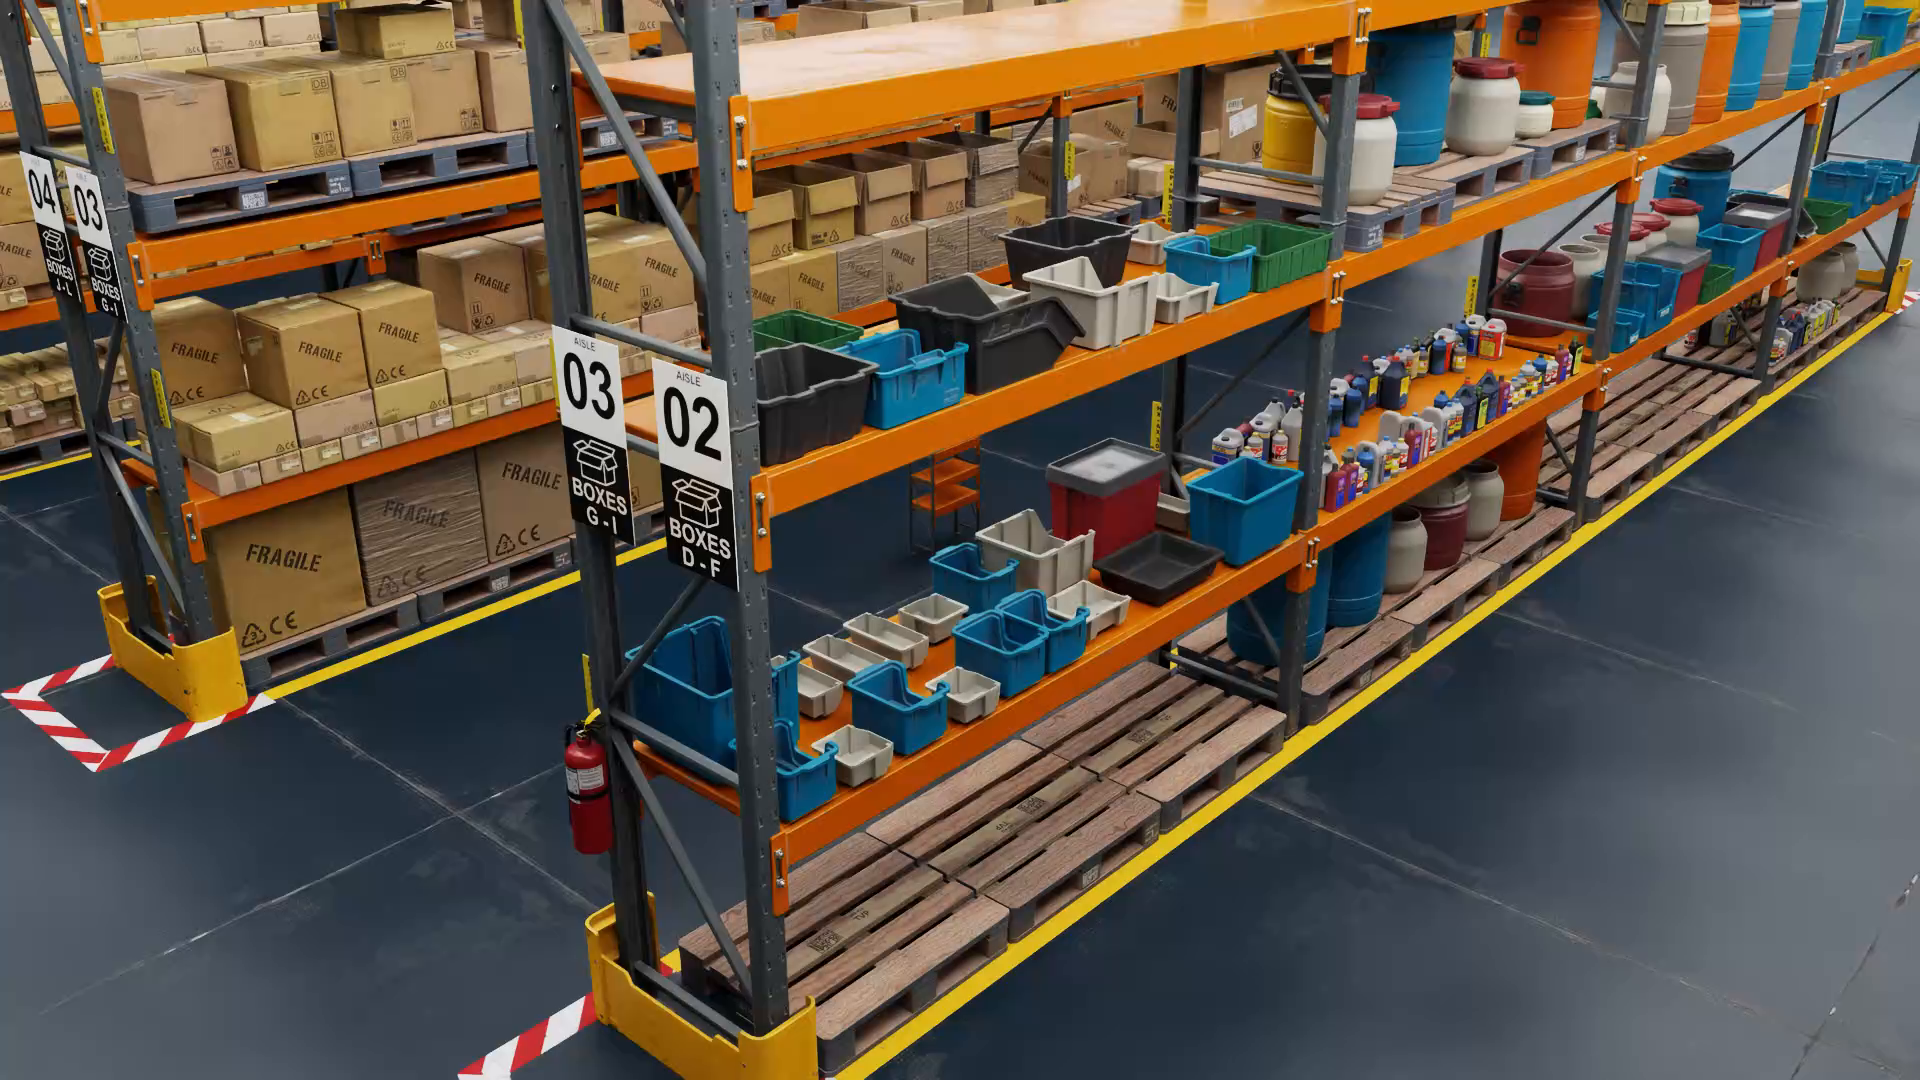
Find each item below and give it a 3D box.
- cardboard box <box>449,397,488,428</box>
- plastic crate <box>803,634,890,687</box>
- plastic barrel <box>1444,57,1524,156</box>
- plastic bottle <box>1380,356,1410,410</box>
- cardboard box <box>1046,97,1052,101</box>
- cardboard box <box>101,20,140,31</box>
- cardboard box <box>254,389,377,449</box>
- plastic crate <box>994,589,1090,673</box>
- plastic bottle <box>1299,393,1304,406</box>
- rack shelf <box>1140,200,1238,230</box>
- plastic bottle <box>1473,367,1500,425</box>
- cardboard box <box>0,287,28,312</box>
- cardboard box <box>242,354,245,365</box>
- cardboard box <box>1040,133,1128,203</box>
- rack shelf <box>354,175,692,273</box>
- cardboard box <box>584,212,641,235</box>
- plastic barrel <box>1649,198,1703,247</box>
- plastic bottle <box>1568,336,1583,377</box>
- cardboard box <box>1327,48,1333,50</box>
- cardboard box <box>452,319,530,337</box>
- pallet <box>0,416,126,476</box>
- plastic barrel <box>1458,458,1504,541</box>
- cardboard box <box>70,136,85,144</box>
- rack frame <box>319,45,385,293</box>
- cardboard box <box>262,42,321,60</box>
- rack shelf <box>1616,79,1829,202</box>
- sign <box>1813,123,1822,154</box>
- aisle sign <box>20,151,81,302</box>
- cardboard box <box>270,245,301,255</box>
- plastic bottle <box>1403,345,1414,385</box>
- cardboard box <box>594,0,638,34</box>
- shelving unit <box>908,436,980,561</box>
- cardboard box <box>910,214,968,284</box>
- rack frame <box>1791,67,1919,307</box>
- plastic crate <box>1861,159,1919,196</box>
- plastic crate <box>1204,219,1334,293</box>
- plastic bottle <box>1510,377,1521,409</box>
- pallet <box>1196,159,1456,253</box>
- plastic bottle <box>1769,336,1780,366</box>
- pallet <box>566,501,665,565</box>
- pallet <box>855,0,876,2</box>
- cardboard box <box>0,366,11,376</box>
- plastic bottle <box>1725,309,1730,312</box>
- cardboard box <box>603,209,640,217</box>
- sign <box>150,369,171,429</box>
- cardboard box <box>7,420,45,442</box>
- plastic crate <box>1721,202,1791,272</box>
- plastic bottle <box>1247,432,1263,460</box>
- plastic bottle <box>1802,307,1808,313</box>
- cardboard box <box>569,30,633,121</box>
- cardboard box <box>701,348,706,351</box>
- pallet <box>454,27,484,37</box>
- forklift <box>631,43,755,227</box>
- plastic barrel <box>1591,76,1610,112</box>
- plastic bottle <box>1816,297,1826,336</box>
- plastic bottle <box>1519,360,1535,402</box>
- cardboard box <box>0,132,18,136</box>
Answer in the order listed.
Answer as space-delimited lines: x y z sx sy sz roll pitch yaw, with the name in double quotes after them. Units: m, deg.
-3.289 -0.870 10.802 0.380 0.149 0.250 19 30 36 "cardboard box"
-0.495 0.566 7.542 0.396 0.136 0.243 20 31 38 "plastic crate"
3.159 -2.623 10.060 0.433 0.535 0.433 0 24 0 "plastic barrel"
2.869 -1.046 10.947 0.144 0.351 0.185 20 31 38 "plastic bottle"
0.900 -6.218 22.239 0.875 0.550 0.500 20 31 38 "cardboard box"
-6.757 -4.158 13.246 0.380 0.149 0.250 20 31 37 "cardboard box"
-3.934 -0.797 10.153 0.500 0.250 0.500 20 31 37 "cardboard box"
0.380 0.426 7.736 0.416 0.233 0.300 20 31 38 "plastic crate"
2.163 -0.780 10.447 0.152 0.276 0.135 20 31 38 "plastic bottle"
1.877 -3.216 16.606 1.077 0.370 4.000 20 31 38 "rack shelf"
3.378 -0.935 10.700 0.144 0.351 0.185 20 31 38 "plastic bottle"
-7.605 -1.933 13.174 0.380 0.149 0.250 19 30 36 "cardboard box"
-6.461 -1.640 14.820 0.380 0.149 0.250 21 32 39 "cardboard box"
1.171 -3.545 15.825 0.500 0.500 0.700 -19 30 -36 "cardboard box"
-4.419 -3.382 16.978 1.077 0.370 4.000 20 31 38 "rack shelf"
-2.638 -2.049 12.029 0.500 0.500 0.500 20 31 38 "cardboard box"
6.098 -2.631 14.258 0.433 0.535 0.433 0 24 0 "plastic barrel"
4.278 -1.289 11.573 0.061 0.283 0.133 20 31 38 "plastic bottle"
4.368 -5.164 18.363 0.500 0.500 0.500 20 31 38 "cardboard box"
-3.314 -1.402 11.502 0.500 0.250 0.500 21 32 39 "cardboard box"
-7.804 -0.871 13.906 1.003 0.211 1.213 20 31 38 "pallet"
3.606 -0.289 11.726 0.421 0.512 0.421 0 24 0 "plastic barrel"
-6.893 -3.048 13.646 0.500 0.500 0.500 19 30 36 "cardboard box"
-5.754 -3.101 15.471 1.000 3.000 0.127 20 31 38 "rack frame"
-5.881 -4.178 14.390 0.500 0.250 0.500 21 32 39 "cardboard box"
5.565 -3.232 12.976 1.077 0.370 4.000 20 31 38 "rack shelf"
9.163 -4.298 17.801 0.100 0.325 0.005 20 31 38 "sign"
-5.069 -1.744 9.266 0.394 0.787 0.004 20 31 38 "aisle sign"
-6.084 -2.662 14.799 0.380 0.149 0.250 22 32 39 "cardboard box"
3.051 -1.200 11.389 0.097 0.271 0.097 0 24 0 "plastic bottle"
-3.600 -5.335 16.665 0.500 0.500 0.500 20 31 38 "cardboard box"
-0.110 -0.497 11.863 0.258 1.200 0.503 20 31 38 "shelving unit"
-0.284 -2.453 13.903 0.500 0.500 0.500 19 30 36 "cardboard box"
9.569 -4.020 17.520 1.000 3.000 0.127 20 31 38 "rack frame"
9.458 -3.718 17.028 0.499 0.251 0.616 20 31 38 "plastic crate"
1.503 -1.424 8.323 0.450 0.188 0.662 20 31 38 "plastic crate"
3.644 -0.973 10.969 0.097 0.201 0.097 0 24 0 "plastic bottle"
2.011 -1.912 9.383 1.213 0.211 1.003 20 31 38 "pallet"
7.439 -1.734 15.220 0.097 0.271 0.097 0 24 0 "plastic bottle"
-2.694 -0.233 12.484 1.003 0.211 1.213 20 31 38 "pallet"
-0.990 -6.527 19.680 0.805 0.209 1.217 19 30 36 "pallet"
-8.049 -1.336 13.779 0.380 0.149 0.250 21 32 38 "cardboard box"
7.459 -2.225 16.217 0.144 0.351 0.185 20 31 37 "plastic bottle"
-3.675 -3.276 17.487 0.500 0.250 0.500 21 31 38 "cardboard box"
-4.388 -0.775 9.129 0.100 0.325 0.005 20 31 38 "sign"
-7.722 -0.948 13.639 0.380 0.149 0.250 20 31 37 "cardboard box"
6.805 -2.599 14.273 0.402 0.464 0.583 20 31 38 "plastic crate"
1.774 -0.548 10.020 0.097 0.201 0.097 0 24 0 "plastic bottle"
8.284 -2.181 16.302 0.097 0.201 0.097 0 24 0 "plastic bottle"
-2.605 -3.113 11.073 0.700 0.500 0.500 18 30 35 "cardboard box"
-1.716 -1.139 13.178 1.225 0.875 0.875 20 31 38 "cardboard box"
-4.573 -4.860 15.957 1.213 0.211 1.003 20 31 38 "pallet"
-2.273 -3.237 15.858 1.130 2.935 3.031 12 27 25 "forklift"
4.905 -3.339 12.505 0.301 0.262 0.301 0 24 0 "plastic barrel"
8.281 -2.169 16.093 0.144 0.351 0.185 22 32 40 "plastic bottle"
3.773 -1.065 11.087 0.097 0.271 0.097 0 24 0 "plastic bottle"
-9.966 -4.098 17.573 0.500 0.500 0.500 19 31 36 "cardboard box"
